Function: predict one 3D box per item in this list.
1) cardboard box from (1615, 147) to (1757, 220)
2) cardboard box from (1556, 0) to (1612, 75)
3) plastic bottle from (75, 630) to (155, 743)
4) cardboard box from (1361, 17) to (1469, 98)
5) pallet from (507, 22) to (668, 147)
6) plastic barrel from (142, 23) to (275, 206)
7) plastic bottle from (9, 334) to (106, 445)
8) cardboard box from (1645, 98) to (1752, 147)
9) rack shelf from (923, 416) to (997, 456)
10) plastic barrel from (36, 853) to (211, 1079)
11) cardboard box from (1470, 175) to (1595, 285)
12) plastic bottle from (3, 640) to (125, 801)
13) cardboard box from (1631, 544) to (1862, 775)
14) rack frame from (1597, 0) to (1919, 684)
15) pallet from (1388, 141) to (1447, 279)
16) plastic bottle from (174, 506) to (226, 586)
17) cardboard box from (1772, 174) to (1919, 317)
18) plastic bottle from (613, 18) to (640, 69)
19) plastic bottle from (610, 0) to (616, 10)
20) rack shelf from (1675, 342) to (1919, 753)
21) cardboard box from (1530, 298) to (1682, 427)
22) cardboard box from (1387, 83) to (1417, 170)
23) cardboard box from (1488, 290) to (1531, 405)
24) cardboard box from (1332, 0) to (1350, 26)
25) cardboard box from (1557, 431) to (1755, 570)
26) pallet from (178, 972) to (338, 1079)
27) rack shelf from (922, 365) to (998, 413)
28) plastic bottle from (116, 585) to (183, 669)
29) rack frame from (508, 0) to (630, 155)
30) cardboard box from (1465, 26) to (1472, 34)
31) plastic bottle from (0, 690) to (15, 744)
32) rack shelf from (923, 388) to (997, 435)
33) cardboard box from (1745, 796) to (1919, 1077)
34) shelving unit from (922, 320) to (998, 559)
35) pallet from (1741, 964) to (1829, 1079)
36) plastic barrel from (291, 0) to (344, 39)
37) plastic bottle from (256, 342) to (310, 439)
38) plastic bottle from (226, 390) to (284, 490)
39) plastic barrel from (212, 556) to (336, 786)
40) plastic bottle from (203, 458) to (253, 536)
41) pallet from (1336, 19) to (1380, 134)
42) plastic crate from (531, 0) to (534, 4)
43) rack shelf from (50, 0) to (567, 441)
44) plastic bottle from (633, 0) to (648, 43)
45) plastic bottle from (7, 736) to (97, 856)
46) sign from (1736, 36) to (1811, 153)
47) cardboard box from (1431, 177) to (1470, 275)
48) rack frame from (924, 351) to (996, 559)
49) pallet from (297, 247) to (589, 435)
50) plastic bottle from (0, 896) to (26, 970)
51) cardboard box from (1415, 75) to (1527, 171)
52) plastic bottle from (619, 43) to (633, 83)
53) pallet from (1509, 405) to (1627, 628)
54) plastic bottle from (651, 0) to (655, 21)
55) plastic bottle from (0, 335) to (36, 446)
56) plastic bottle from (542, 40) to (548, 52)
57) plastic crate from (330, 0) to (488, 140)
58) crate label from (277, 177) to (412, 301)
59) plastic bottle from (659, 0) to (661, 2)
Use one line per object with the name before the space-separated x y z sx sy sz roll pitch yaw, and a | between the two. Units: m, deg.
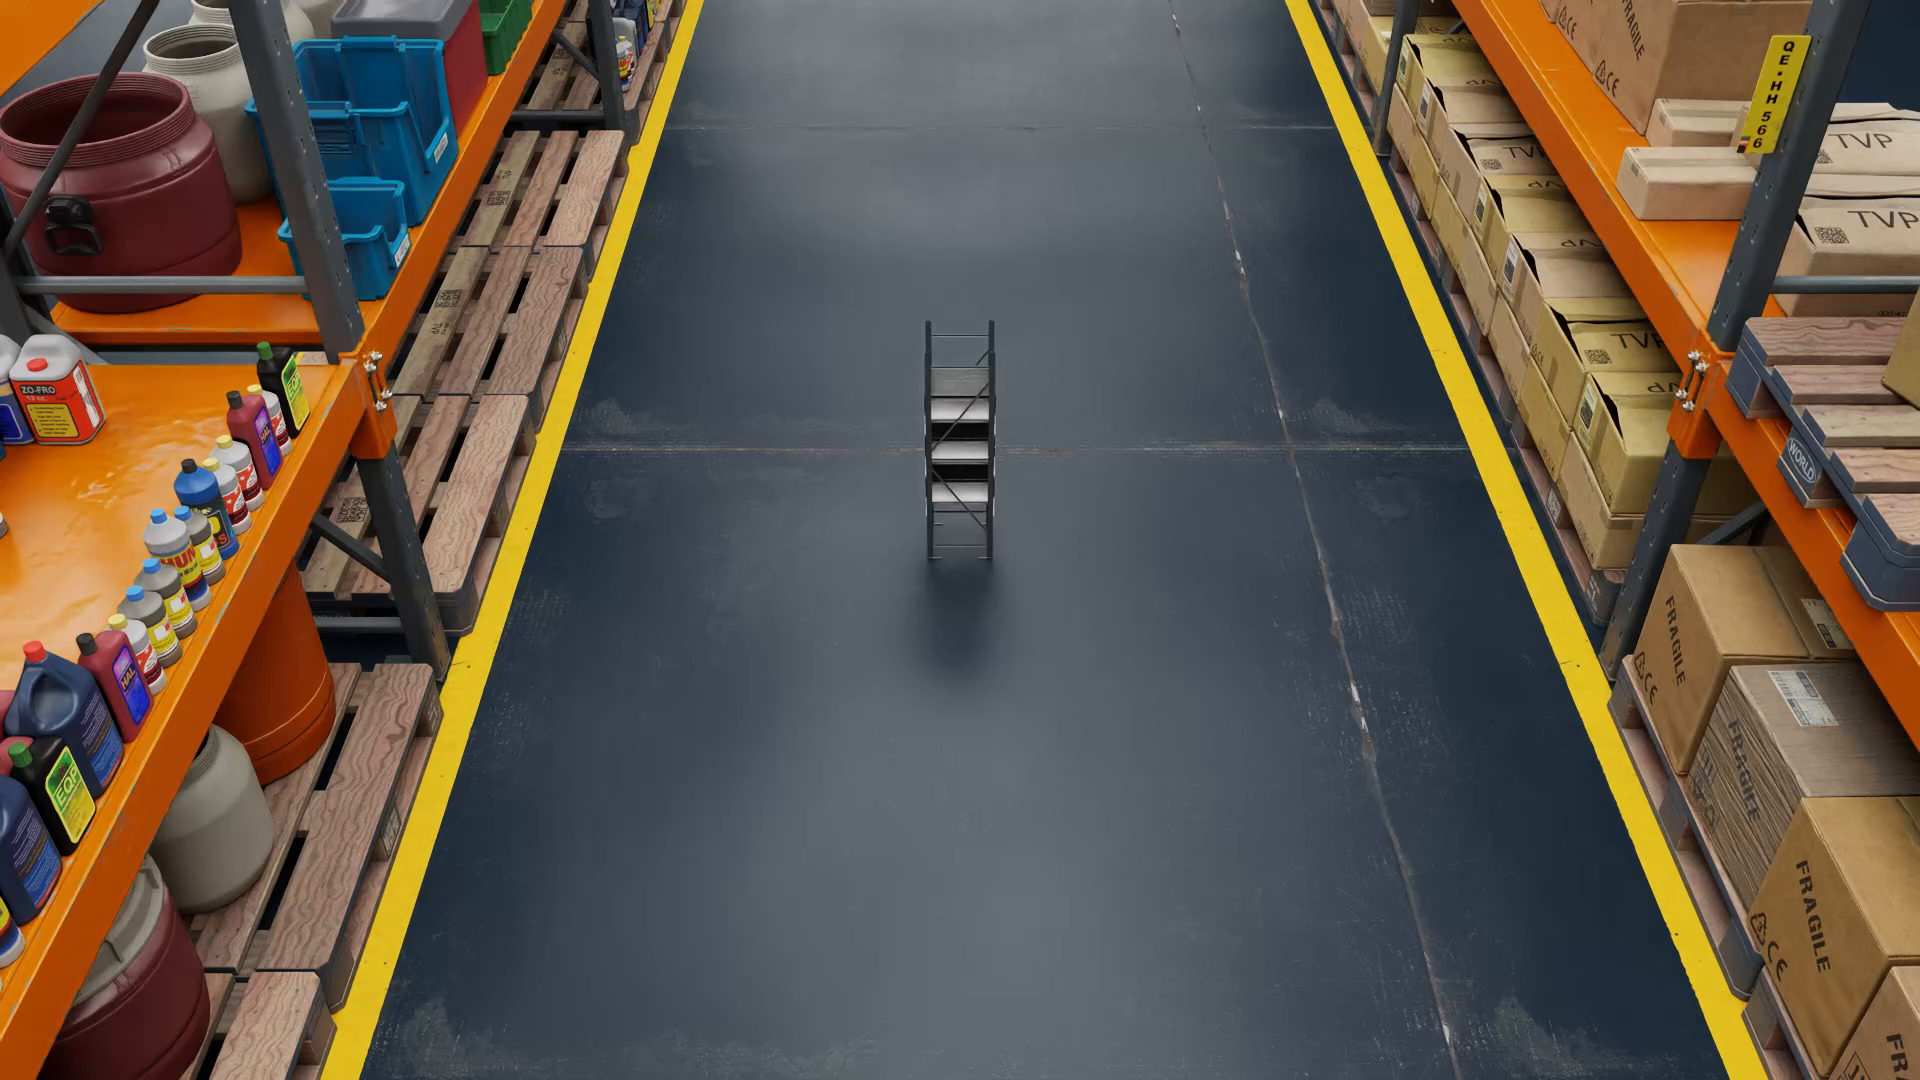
cardboard box | 2.423 -1.187 5.533 0.380 0.149 0.250 0 39 0
cardboard box | 2.681 -2.140 6.442 0.500 0.500 0.500 0 39 0
plastic bottle | -1.825 0.291 3.581 0.061 0.283 0.133 0 39 0
cardboard box | 2.476 -2.605 8.965 0.500 0.250 0.500 0 39 0
pallet | -2.217 -2.555 9.269 1.003 0.211 1.213 0 39 0
plastic barrel | -2.468 -1.408 5.519 0.421 0.512 0.421 0 39 0
plastic bottle | -2.424 -0.402 4.453 0.152 0.276 0.135 0 39 0
cardboard box | 2.642 -1.422 5.827 0.380 0.149 0.250 3 39 3
rack shelf | 0.000 -0.390 5.927 0.258 0.077 0.200 0 39 0
plastic barrel | -2.235 1.068 4.111 0.600 0.588 0.708 0 39 0
cardboard box | 2.450 -1.314 6.905 0.500 0.311 0.500 1 39 1
plastic bottle | -1.867 0.365 3.436 0.144 0.351 0.185 0 39 0
cardboard box | 2.415 0.366 5.042 0.500 0.500 0.500 2 39 2
rack frame | 2.700 -0.723 4.753 1.000 3.000 0.127 0 39 0
pallet | 2.735 -1.675 8.172 1.003 0.211 1.213 0 39 0
plastic bottle | -1.844 0.008 4.000 0.097 0.201 0.097 0 39 0
cardboard box | 2.743 -0.915 5.065 0.500 0.311 0.500 2 39 3
plastic bottle | -1.848 -2.733 9.088 0.152 0.276 0.135 1 39 2
plastic bottle | -1.965 -2.926 9.332 0.097 0.271 0.097 0 39 0
rack shelf | 2.702 0.809 3.417 1.077 0.370 4.000 0 39 0
cardboard box | 2.446 -0.685 6.120 0.500 0.311 0.500 -1 39 -1
cardboard box | 2.448 -2.063 8.288 0.500 0.250 0.500 -1 39 -1
cardboard box | 2.454 -0.779 6.687 0.500 0.250 0.500 1 39 1
cardboard box | 2.470 -3.230 9.745 0.500 0.250 0.500 0 39 0
cardboard box | 2.455 -0.142 5.892 0.500 0.250 0.500 1 39 1
pallet | -2.212 1.621 4.059 1.003 0.211 1.213 0 39 0
rack shelf | 0.000 -0.531 5.814 0.258 0.077 0.200 0 39 0
plastic bottle | -1.844 0.190 3.773 0.097 0.201 0.097 0 39 0
rack frame | -2.258 -3.223 7.873 1.000 3.000 0.127 0 39 0
cardboard box | 2.998 -2.605 8.965 0.500 0.250 0.500 0 39 0
plastic bottle | -1.969 0.407 3.437 0.061 0.283 0.133 0 39 0
rack shelf | 0.000 -0.461 5.871 0.258 0.077 0.200 0 39 0
cardboard box | 2.416 1.007 4.242 0.500 0.500 0.500 -1 39 -1
shelving unit | 0.000 -0.346 5.962 0.258 0.900 0.210 0 39 0
pallet | 2.661 1.593 4.093 1.003 0.211 1.213 0 39 0
plastic barrel | -2.475 -1.948 6.174 0.433 0.535 0.433 0 39 0
plastic bottle | -1.826 -0.423 4.473 0.061 0.283 0.133 0 39 0
plastic bottle | -1.826 -0.279 4.293 0.061 0.283 0.133 0 39 0
plastic barrel | -2.236 0.267 4.917 0.600 0.830 0.708 0 39 0
plastic bottle | -1.844 -0.114 4.152 0.097 0.201 0.097 0 39 0
pallet | 2.736 -2.633 9.367 1.003 0.211 1.213 0 39 0
plastic crate | -1.946 -2.527 7.017 0.392 0.384 0.575 0 39 0
rack shelf | -2.256 -1.691 6.537 1.077 0.370 4.000 0 39 0
plastic bottle | -1.844 -2.984 9.341 0.144 0.351 0.185 -2 39 -2
plastic bottle | -1.825 0.491 3.333 0.061 0.283 0.133 0 39 0
sign | 2.145 -1.172 4.388 0.100 0.325 0.005 0 39 0
cardboard box | 2.451 -1.419 7.485 0.500 0.250 0.500 -1 39 -1
rack frame | 0.000 -0.282 5.883 0.240 0.900 0.006 0 39 0
pallet | -2.214 -0.879 7.178 1.003 0.211 1.213 0 39 0
plastic bottle | -1.843 0.683 3.102 0.097 0.271 0.097 0 39 0
cardboard box | 2.442 -1.962 7.714 0.500 0.311 0.500 0 39 -1
plastic bottle | -1.820 -2.566 8.939 0.097 0.201 0.097 0 39 0
pallet | 2.738 -0.149 6.268 1.003 0.211 1.213 0 39 0
plastic bottle | -1.821 -3.103 9.609 0.097 0.201 0.097 0 39 0
plastic bottle | -2.576 -0.402 4.452 0.152 0.276 0.135 0 39 0
plastic bottle | -2.399 -2.870 9.259 0.152 0.276 0.135 0 39 0
plastic crate | -1.949 -1.757 5.993 0.402 0.464 0.583 0 39 0
crate label | -1.879 -0.920 5.133 0.303 0.233 0.416 0 39 0
plastic bottle | -1.845 -3.366 9.818 0.144 0.351 0.185 1 39 2
